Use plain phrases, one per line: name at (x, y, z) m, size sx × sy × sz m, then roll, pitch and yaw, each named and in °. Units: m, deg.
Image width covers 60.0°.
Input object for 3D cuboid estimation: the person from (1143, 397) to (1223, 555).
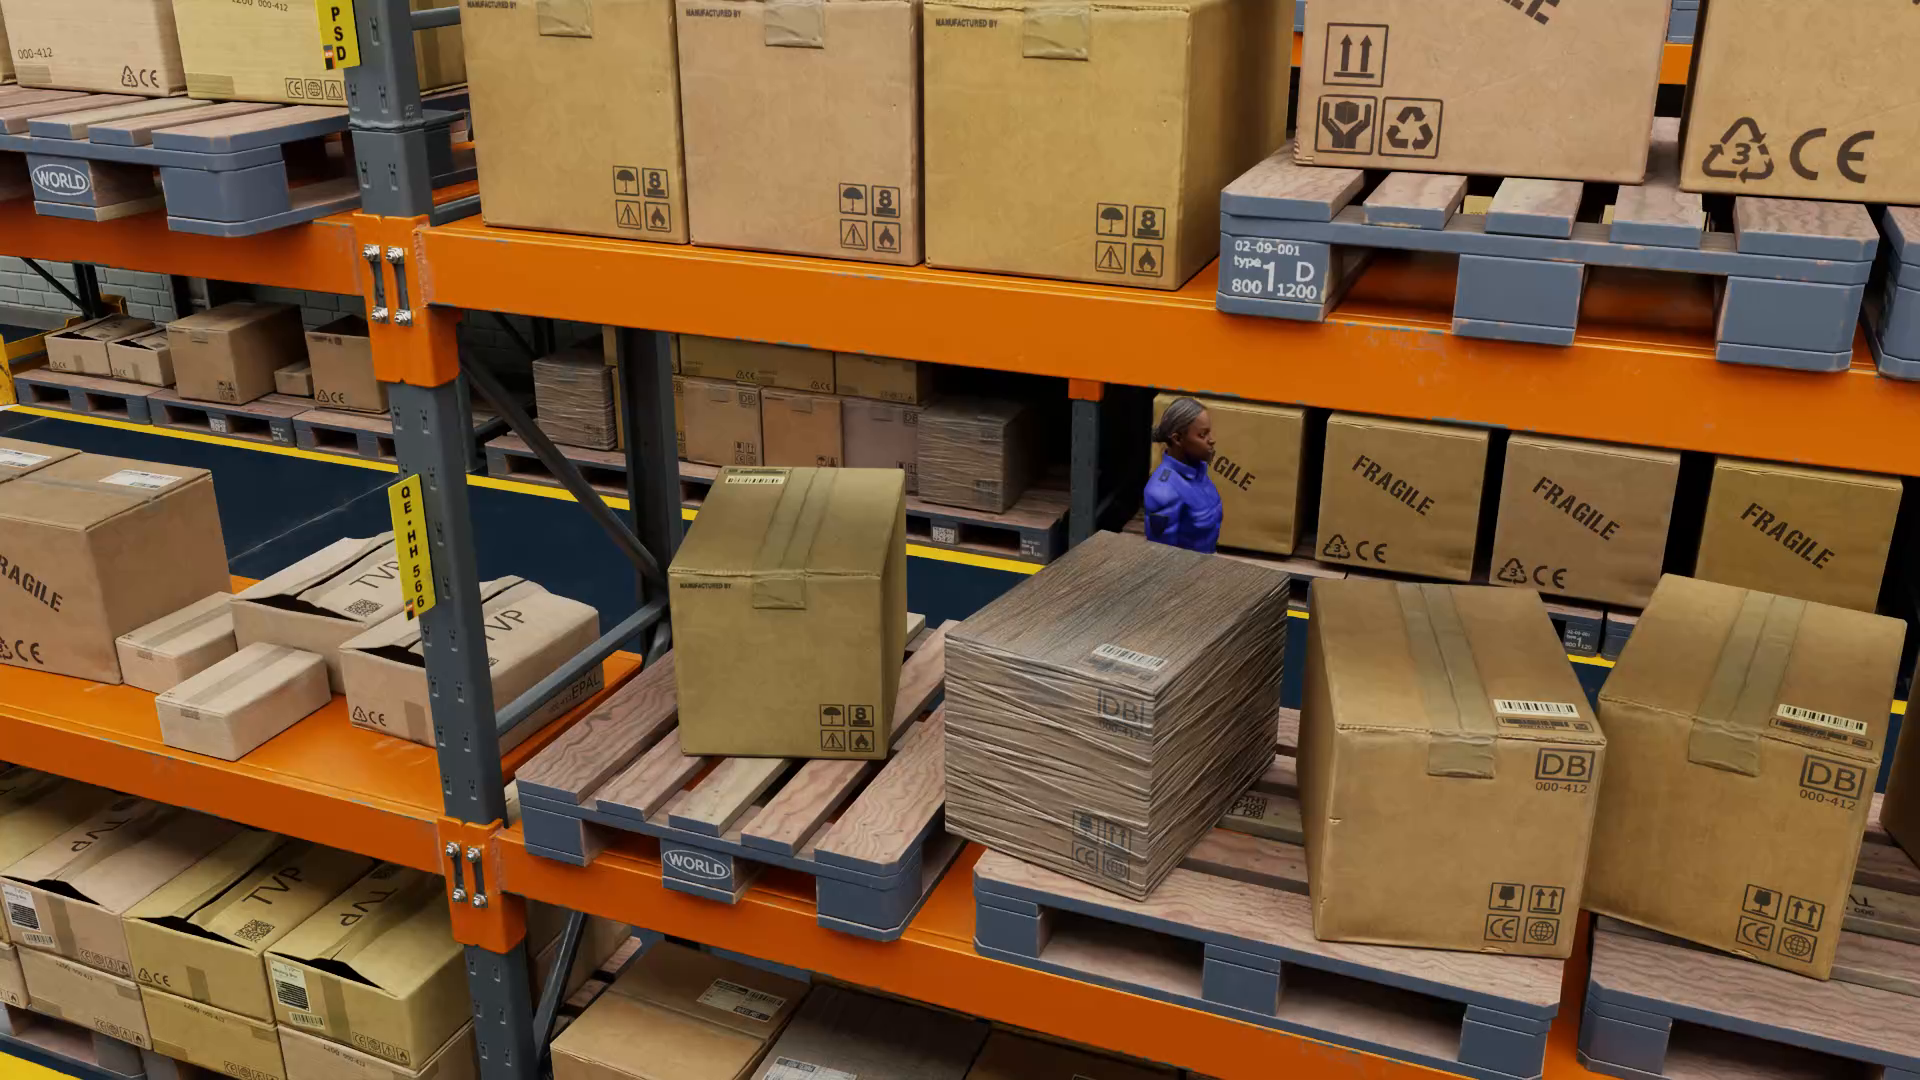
person at (0.804, 0.231, 6.497) m, size 0.640 × 1.633 × 0.441 m, roll 11°, pitch 25°, yaw 25°
